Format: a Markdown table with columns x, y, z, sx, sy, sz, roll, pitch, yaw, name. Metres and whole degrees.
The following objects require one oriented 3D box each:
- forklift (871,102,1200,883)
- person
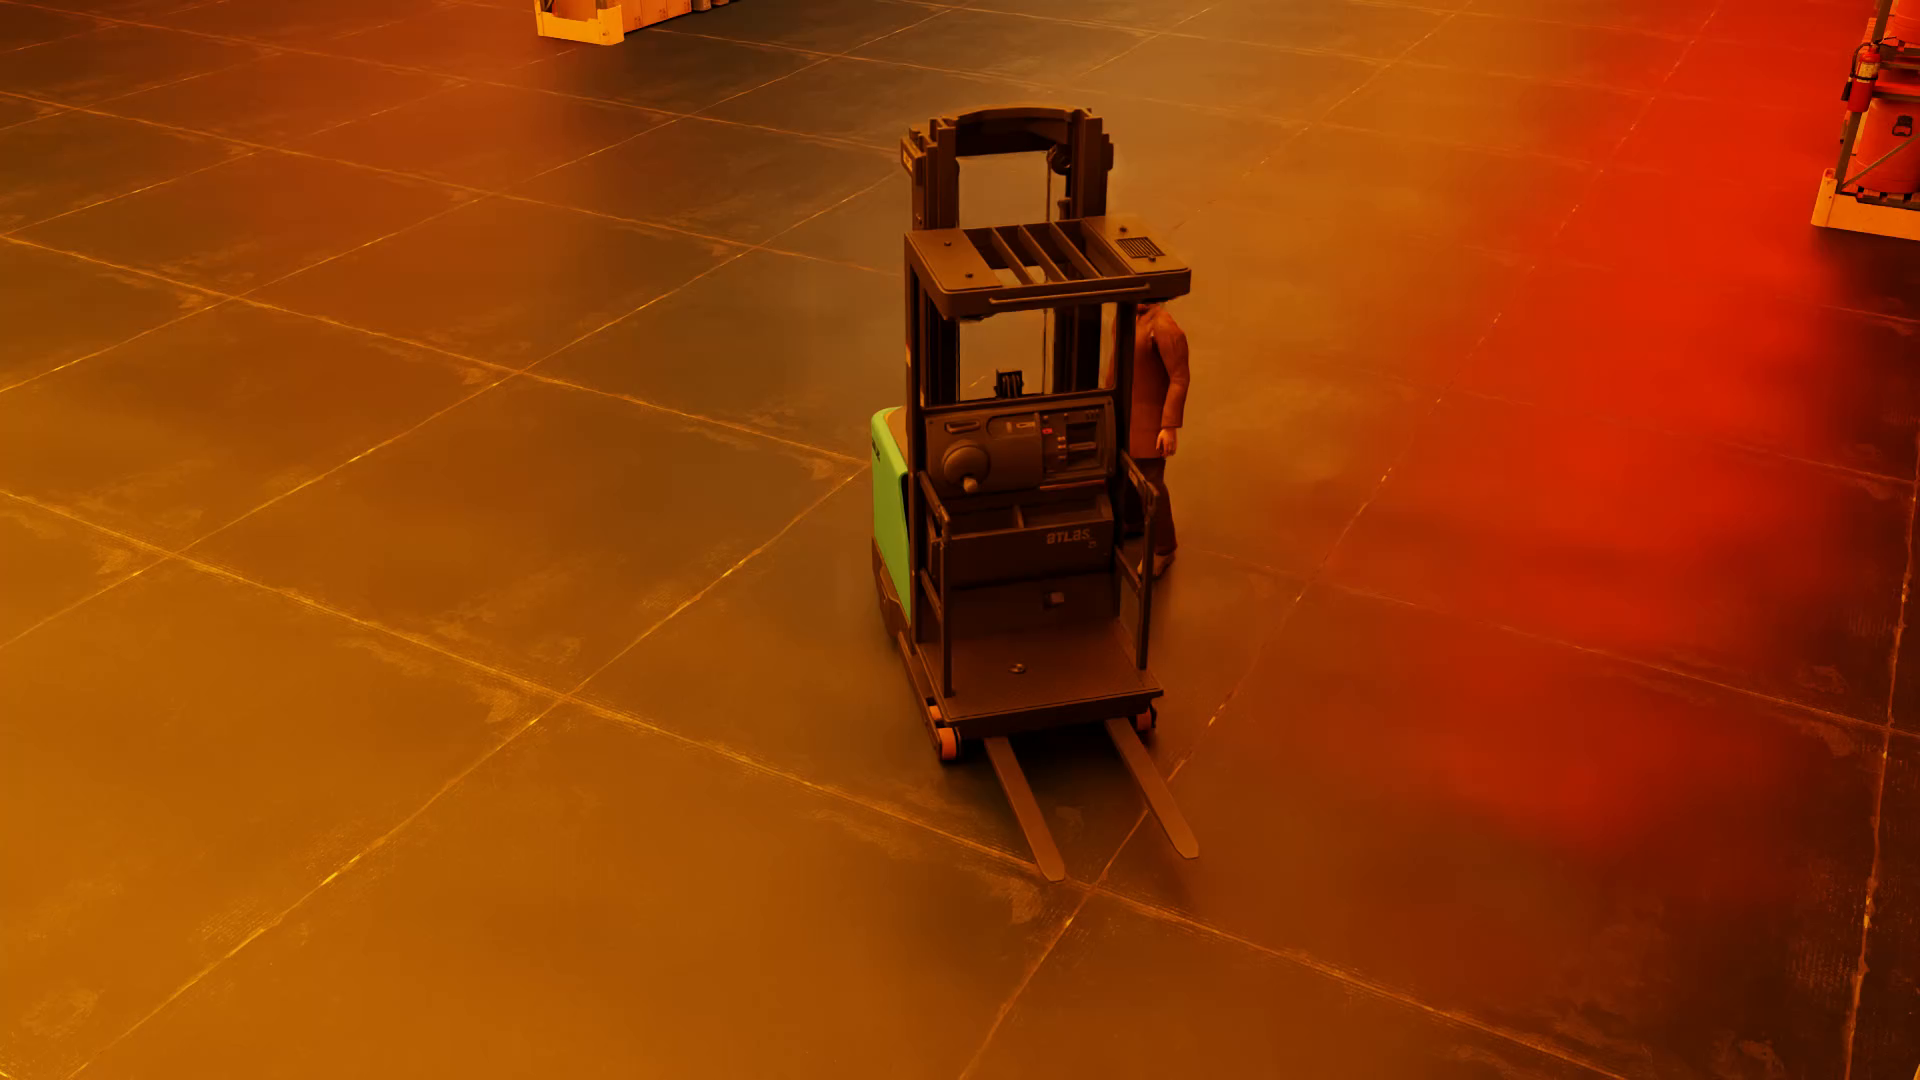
| x | y | z | sx | sy | sz | roll | pitch | yaw | name |
| --- | --- | --- | --- | --- | --- | --- | --- | --- | --- |
| 0.349 | -0.401 | 7.766 | 1.130 | 2.935 | 3.031 | -7 | 31 | -12 | forklift |
| 1.025 | -0.743 | 9.541 | 0.430 | 1.752 | 0.849 | -16 | 34 | -25 | person |
